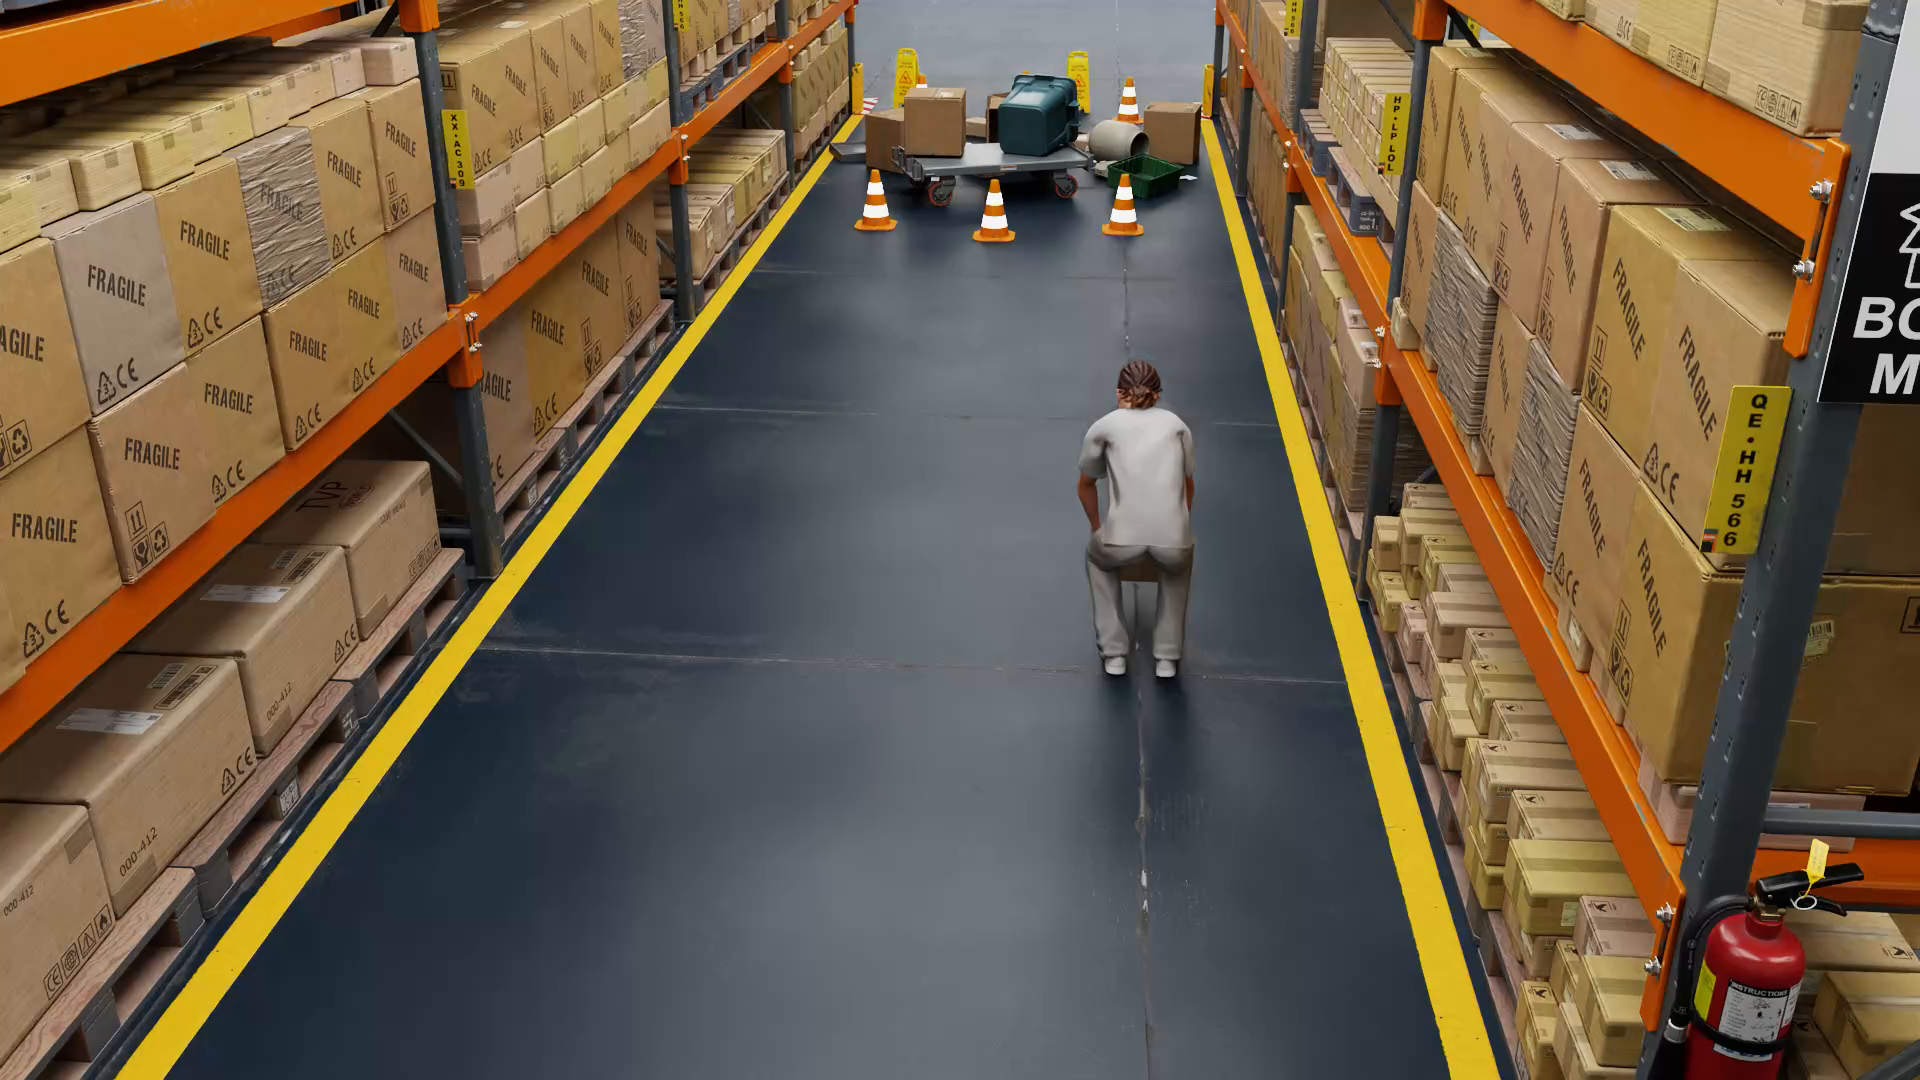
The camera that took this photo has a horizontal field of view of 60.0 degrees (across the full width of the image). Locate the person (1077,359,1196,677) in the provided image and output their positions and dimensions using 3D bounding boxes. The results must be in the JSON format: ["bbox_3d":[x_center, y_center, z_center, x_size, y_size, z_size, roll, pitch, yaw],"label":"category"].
[{"bbox_3d":[0.723,-0.072,6.815,0.496,1.221,0.716,2,25,4],"label":"person"}]
